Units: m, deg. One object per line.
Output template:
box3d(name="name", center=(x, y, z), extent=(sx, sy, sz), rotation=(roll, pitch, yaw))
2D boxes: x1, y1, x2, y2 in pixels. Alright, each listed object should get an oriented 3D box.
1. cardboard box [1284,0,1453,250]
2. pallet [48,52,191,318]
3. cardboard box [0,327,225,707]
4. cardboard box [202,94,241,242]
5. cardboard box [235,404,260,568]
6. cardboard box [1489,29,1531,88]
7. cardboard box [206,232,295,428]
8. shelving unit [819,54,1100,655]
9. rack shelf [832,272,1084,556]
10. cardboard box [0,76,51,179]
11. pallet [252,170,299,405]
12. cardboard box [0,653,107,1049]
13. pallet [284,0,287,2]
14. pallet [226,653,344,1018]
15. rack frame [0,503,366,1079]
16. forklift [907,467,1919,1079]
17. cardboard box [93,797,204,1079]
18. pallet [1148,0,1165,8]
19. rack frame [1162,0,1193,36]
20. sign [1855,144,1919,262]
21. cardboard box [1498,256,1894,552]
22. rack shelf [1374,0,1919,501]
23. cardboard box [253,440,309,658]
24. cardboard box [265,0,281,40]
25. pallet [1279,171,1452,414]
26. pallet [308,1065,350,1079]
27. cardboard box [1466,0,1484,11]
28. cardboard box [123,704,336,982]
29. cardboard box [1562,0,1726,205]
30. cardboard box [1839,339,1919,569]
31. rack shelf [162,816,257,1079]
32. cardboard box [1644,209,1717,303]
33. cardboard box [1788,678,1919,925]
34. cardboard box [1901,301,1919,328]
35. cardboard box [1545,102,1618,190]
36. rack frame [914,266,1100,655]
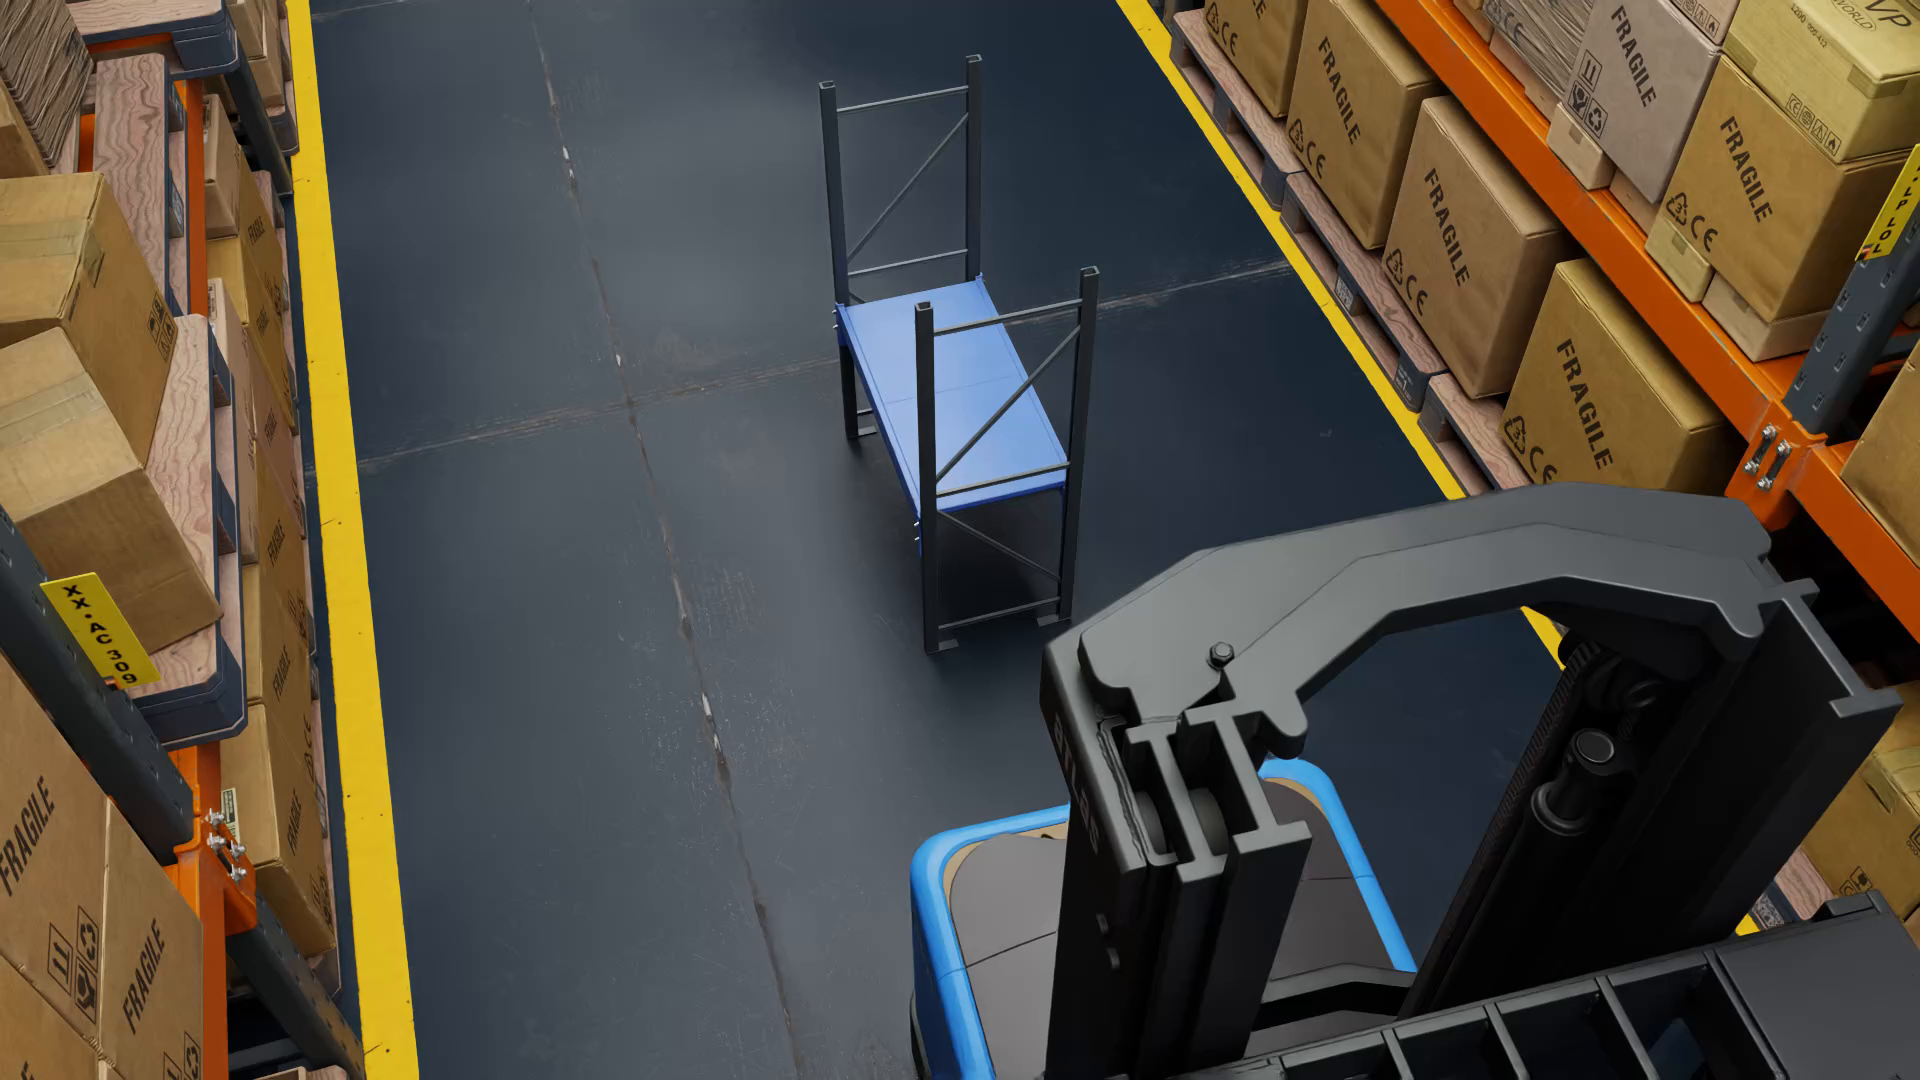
box3d(name="cardboard box", center=(1.790, -1.697, 6.350), extent=(0.750, 0.750, 0.750), rotation=(-14, 51, -11))
box3d(name="pallet", center=(-2.707, -0.858, 4.637), extent=(1.003, 0.211, 1.213), rotation=(-13, 51, -11))
box3d(name="cardboard box", center=(-2.030, 0.018, 3.433), extent=(0.700, 0.500, 0.500), rotation=(-30, 56, -23))
box3d(name="cardboard box", center=(-2.765, -1.247, 5.696), extent=(0.500, 0.250, 0.500), rotation=(-12, 51, -10))
box3d(name="cardboard box", center=(-2.309, -0.135, 4.758), extent=(0.500, 0.250, 0.500), rotation=(-13, 51, -11))
box3d(name="cardboard box", center=(1.923, -1.587, 5.277), extent=(0.380, 0.149, 0.250), rotation=(-15, 51, -12))
box3d(name="cardboard box", center=(-2.633, -0.668, 5.698), extent=(0.500, 0.500, 0.500), rotation=(-15, 51, -12))
box3d(name="shelving unit", center=(-0.025, -0.546, 5.229), extent=(0.538, 1.500, 1.048), rotation=(-13, 51, -11))
box3d(name="rack shelf", center=(-0.025, -0.430, 5.367), extent=(0.538, 0.185, 1.000), rotation=(-13, 51, -11))
box3d(name="cardboard box", center=(-2.685, -0.862, 4.175), extent=(0.700, 0.500, 0.500), rotation=(-25, 54, -20))
box3d(name="pallet", center=(-3.102, -0.887, 6.360), extent=(1.003, 0.211, 1.213), rotation=(-13, 51, -11))
box3d(name="cardboard box", center=(-1.707, 0.538, 2.615), extent=(0.500, 0.500, 0.500), rotation=(-13, 51, -11))
box3d(name="pallet", center=(-3.850, -2.940, 8.091), extent=(1.003, 0.211, 1.213), rotation=(-13, 51, -11))
box3d(name="pallet", center=(-2.380, 0.895, 4.857), extent=(1.003, 0.211, 1.213), rotation=(-13, 51, -11))
box3d(name="rack frame", center=(-2.103, 0.582, 3.298), extent=(1.000, 3.000, 0.127), rotation=(-13, 51, -11))
box3d(name="forklift", center=(0.716, 1.415, 2.640), extent=(1.130, 2.935, 3.031), rotation=(-11, 51, -9))
box3d(name="cardboard box", center=(-1.711, 0.857, 3.000), extent=(0.500, 0.500, 0.500), rotation=(-13, 51, -10))
box3d(name="pallet", center=(1.215, -3.135, 8.255), extent=(1.003, 0.211, 1.213), rotation=(-13, 51, -11))
box3d(name="rack frame", center=(1.445, -3.462, 6.707), extent=(1.000, 3.000, 0.127), rotation=(-13, 51, -11))
box3d(name="sign", center=(2.112, -0.759, 3.722), extent=(0.100, 0.325, 0.005), rotation=(-13, 51, -11))
box3d(name="cardboard box", center=(2.311, -0.429, 5.281), extent=(0.750, 0.750, 0.750), rotation=(-13, 51, -11))
box3d(name="rack shelf", center=(2.036, -1.770, 5.751), extent=(1.077, 0.370, 4.000), rotation=(-13, 51, -11))
box3d(name="cardboard box", center=(-2.323, 0.084, 5.065), extent=(0.500, 0.500, 0.500), rotation=(-13, 51, -11))
box3d(name="cardboard box", center=(-3.310, -2.405, 7.339), extent=(0.500, 0.250, 0.500), rotation=(-15, 51, -12))
box3d(name="pallet", center=(1.963, -1.081, 6.524), extent=(1.003, 0.211, 1.213), rotation=(-13, 51, -11))
box3d(name="pallet", center=(-1.901, 1.982, 3.941), extent=(1.003, 0.211, 1.213), rotation=(-13, 51, -11))
box3d(name="cardboard box", center=(1.797, -2.058, 5.250), extent=(0.500, 0.500, 0.500), rotation=(-12, 51, -10))
box3d(name="cardboard box", center=(-2.014, 0.837, 4.429), extent=(0.500, 0.500, 0.500), rotation=(-15, 52, -13))
box3d(name="cardboard box", center=(2.090, -1.326, 4.633), extent=(0.500, 0.500, 0.500), rotation=(-13, 51, -11))
box3d(name="cardboard box", center=(2.772, -0.238, 3.792), extent=(0.980, 0.700, 0.700), rotation=(-13, 51, -10))
box3d(name="rack shelf", center=(-1.512, 2.274, 2.341), extent=(1.077, 0.370, 4.000), rotation=(-13, 51, -11))
box3d(name="cardboard box", center=(2.160, -0.828, 4.638), extent=(0.380, 0.149, 0.250), rotation=(-12, 51, -10))
box3d(name="cardboard box", center=(2.751, 0.699, 4.559), extent=(0.700, 0.500, 0.500), rotation=(-13, 51, -11))
box3d(name="cardboard box", center=(2.718, -0.756, 4.577), extent=(0.380, 0.149, 0.250), rotation=(-15, 51, -12))
box3d(name="cardboard box", center=(1.992, -1.207, 4.957), extent=(0.380, 0.149, 0.250), rotation=(-13, 51, -11))
box3d(name="rack frame", center=(0.125, -0.174, 4.916), extent=(0.500, 1.500, 0.032), rotation=(-13, 51, -11))
